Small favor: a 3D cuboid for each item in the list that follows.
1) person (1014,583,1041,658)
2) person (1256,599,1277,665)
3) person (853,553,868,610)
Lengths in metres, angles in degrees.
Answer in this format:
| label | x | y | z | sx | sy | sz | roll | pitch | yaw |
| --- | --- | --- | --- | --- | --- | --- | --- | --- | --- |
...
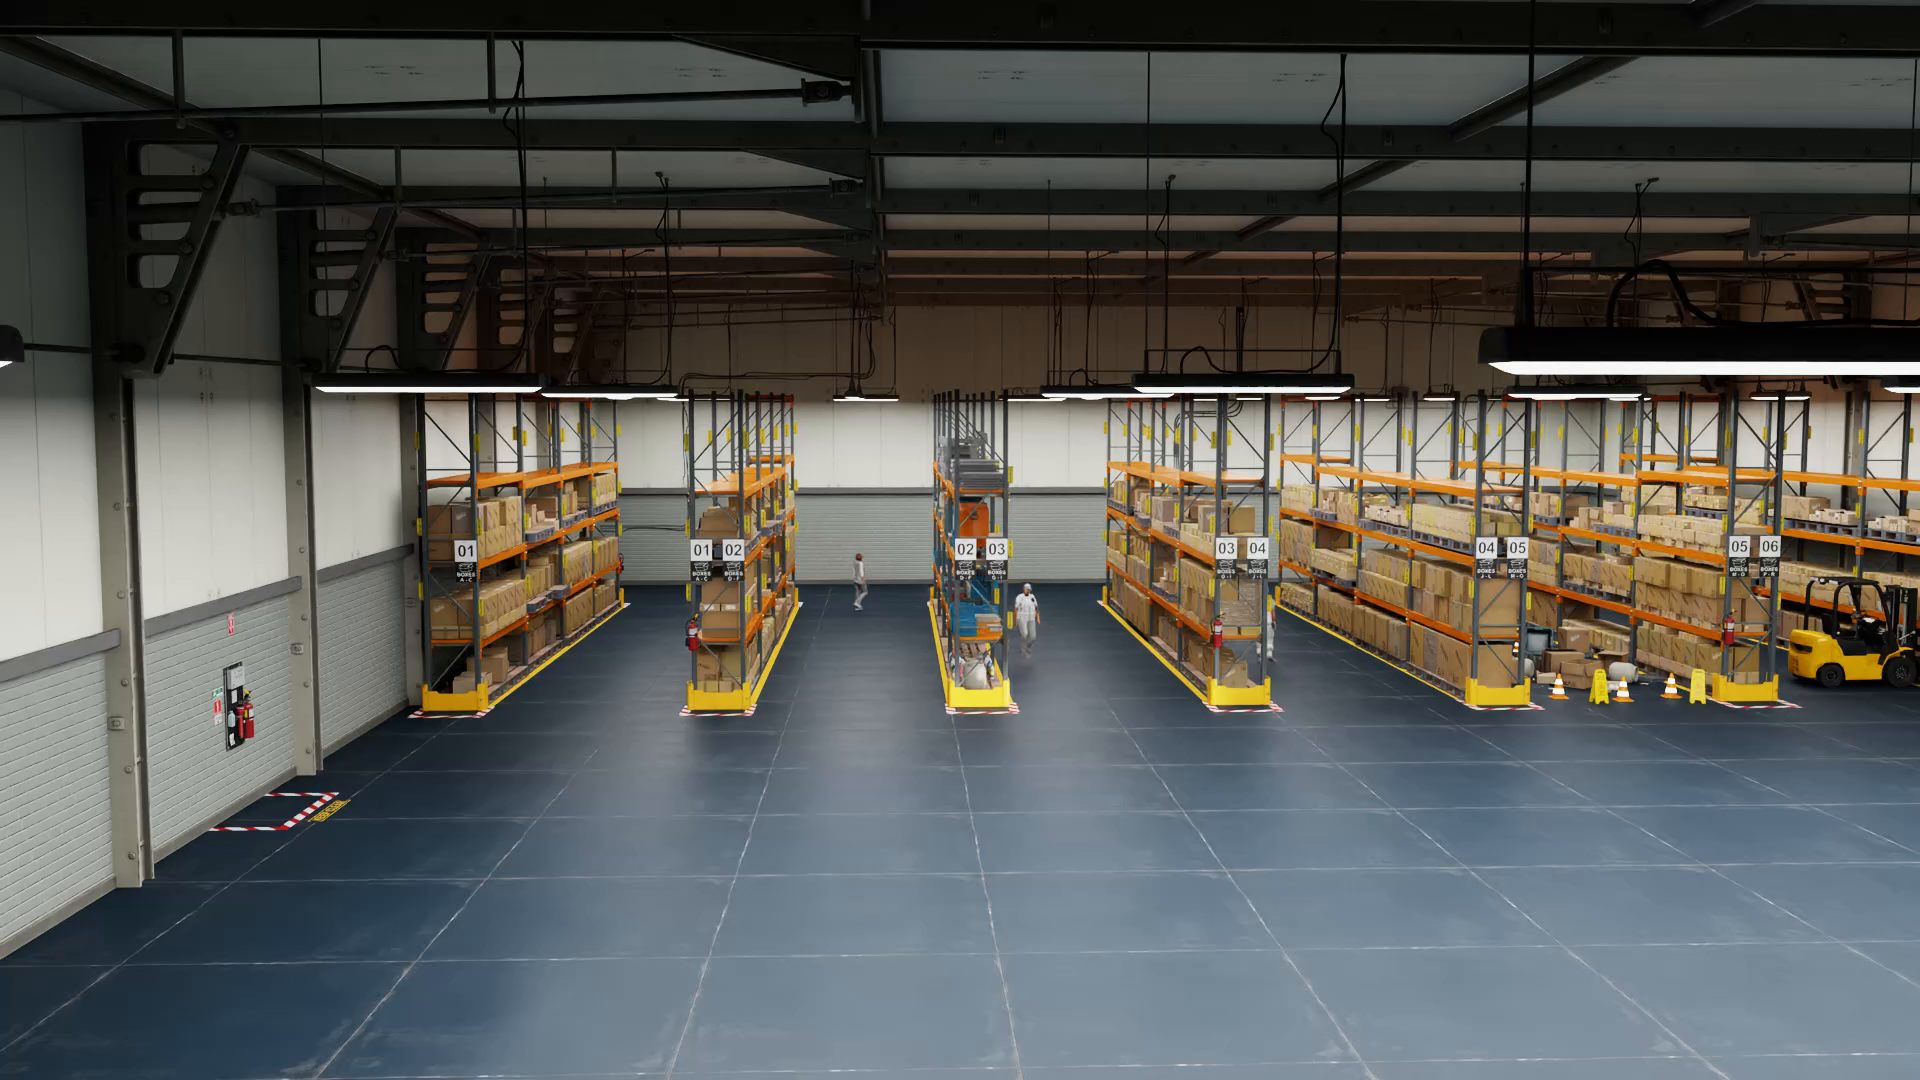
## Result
| label | x | y | z | sx | sy | sz | roll | pitch | yaw |
| --- | --- | --- | --- | --- | --- | --- | --- | --- | --- |
| person | 1.472 | 1.739 | 36.325 | 0.522 | 1.600 | 0.616 | -2 | 5 | -23 |
| person | 6.671 | 1.855 | 36.585 | 0.575 | 1.791 | 0.541 | 0 | 5 | -1 |
| person | -2.820 | 1.162 | 46.153 | 0.438 | 1.598 | 0.448 | -4 | 6 | -39 |
